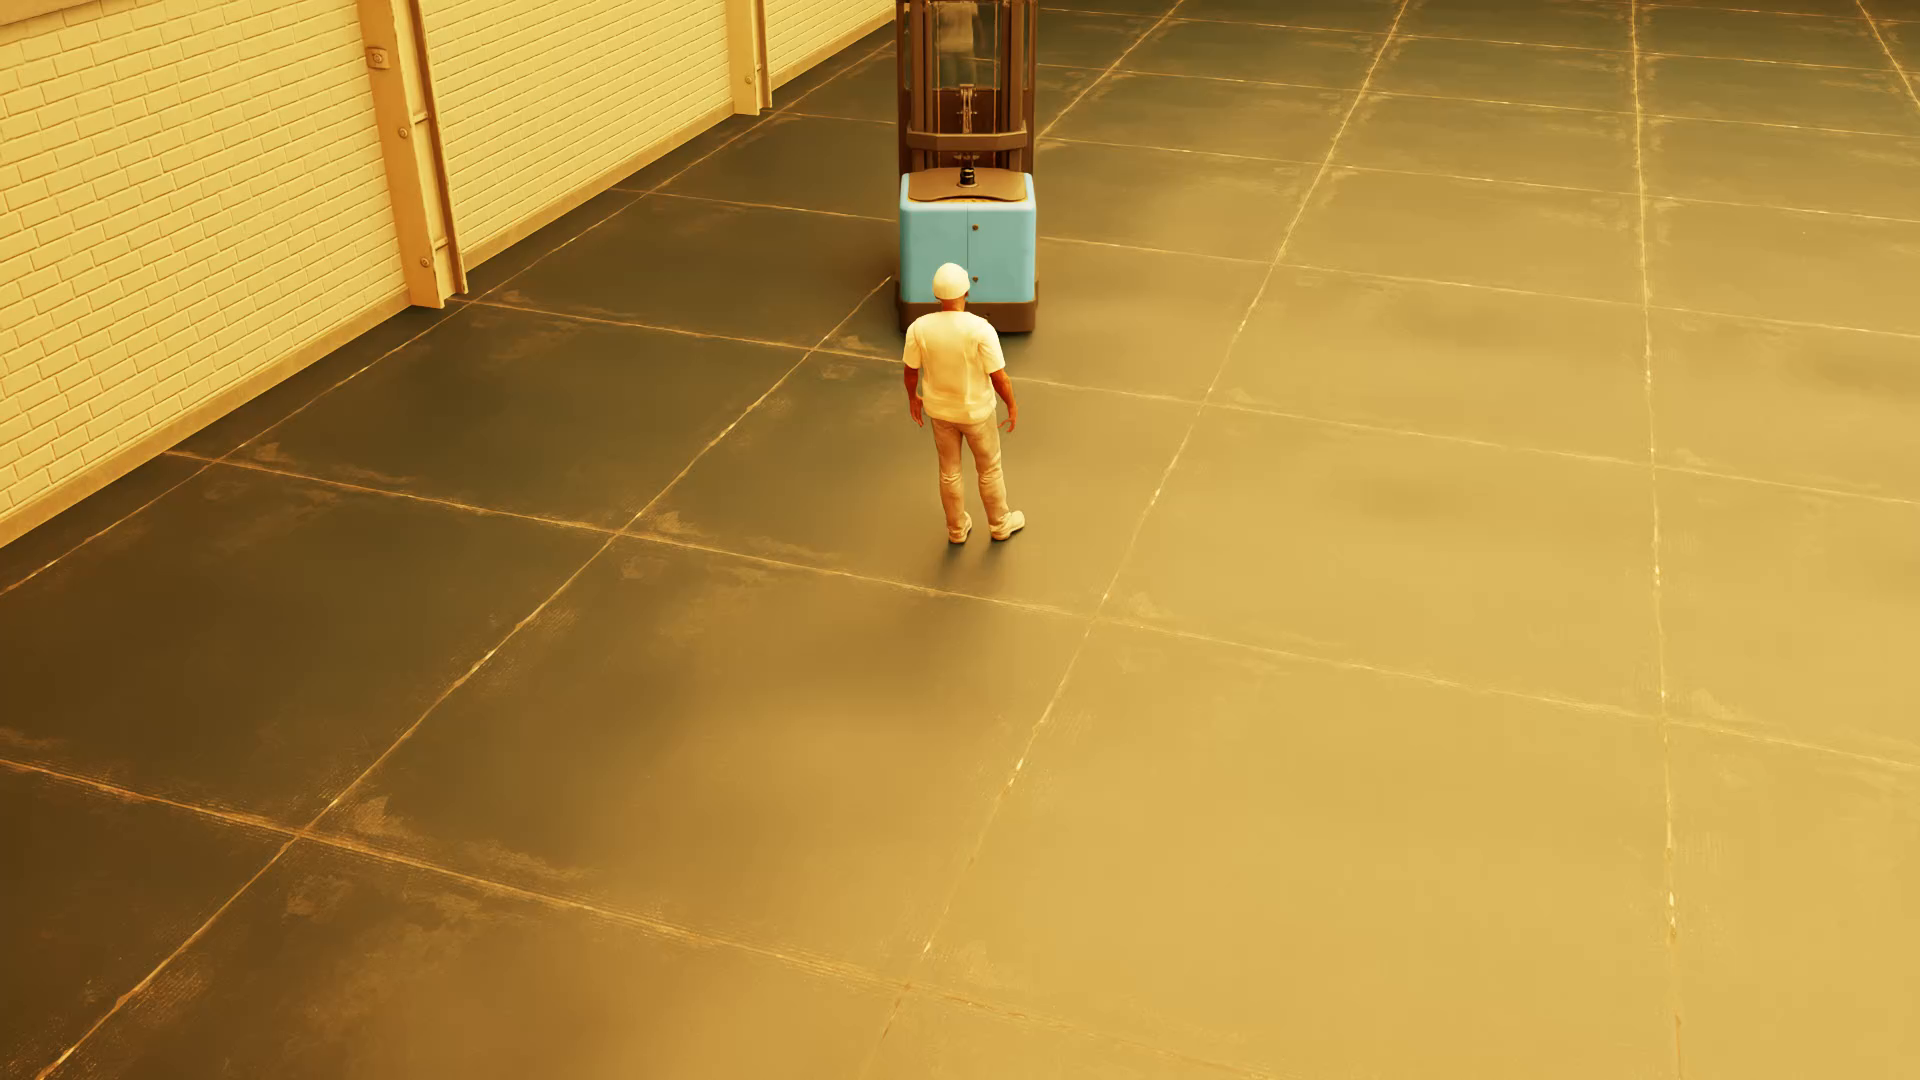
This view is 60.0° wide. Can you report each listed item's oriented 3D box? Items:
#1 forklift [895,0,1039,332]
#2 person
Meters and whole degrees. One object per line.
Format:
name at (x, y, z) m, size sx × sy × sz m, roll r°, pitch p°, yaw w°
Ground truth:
forklift at (0.048, -3.553, 13.368) m, size 1.130 × 2.935 × 3.031 m, roll 0°, pitch 30°, yaw 0°
person at (0.028, -0.806, 9.711) m, size 0.665 × 1.768 × 0.575 m, roll 10°, pitch 31°, yaw 16°
